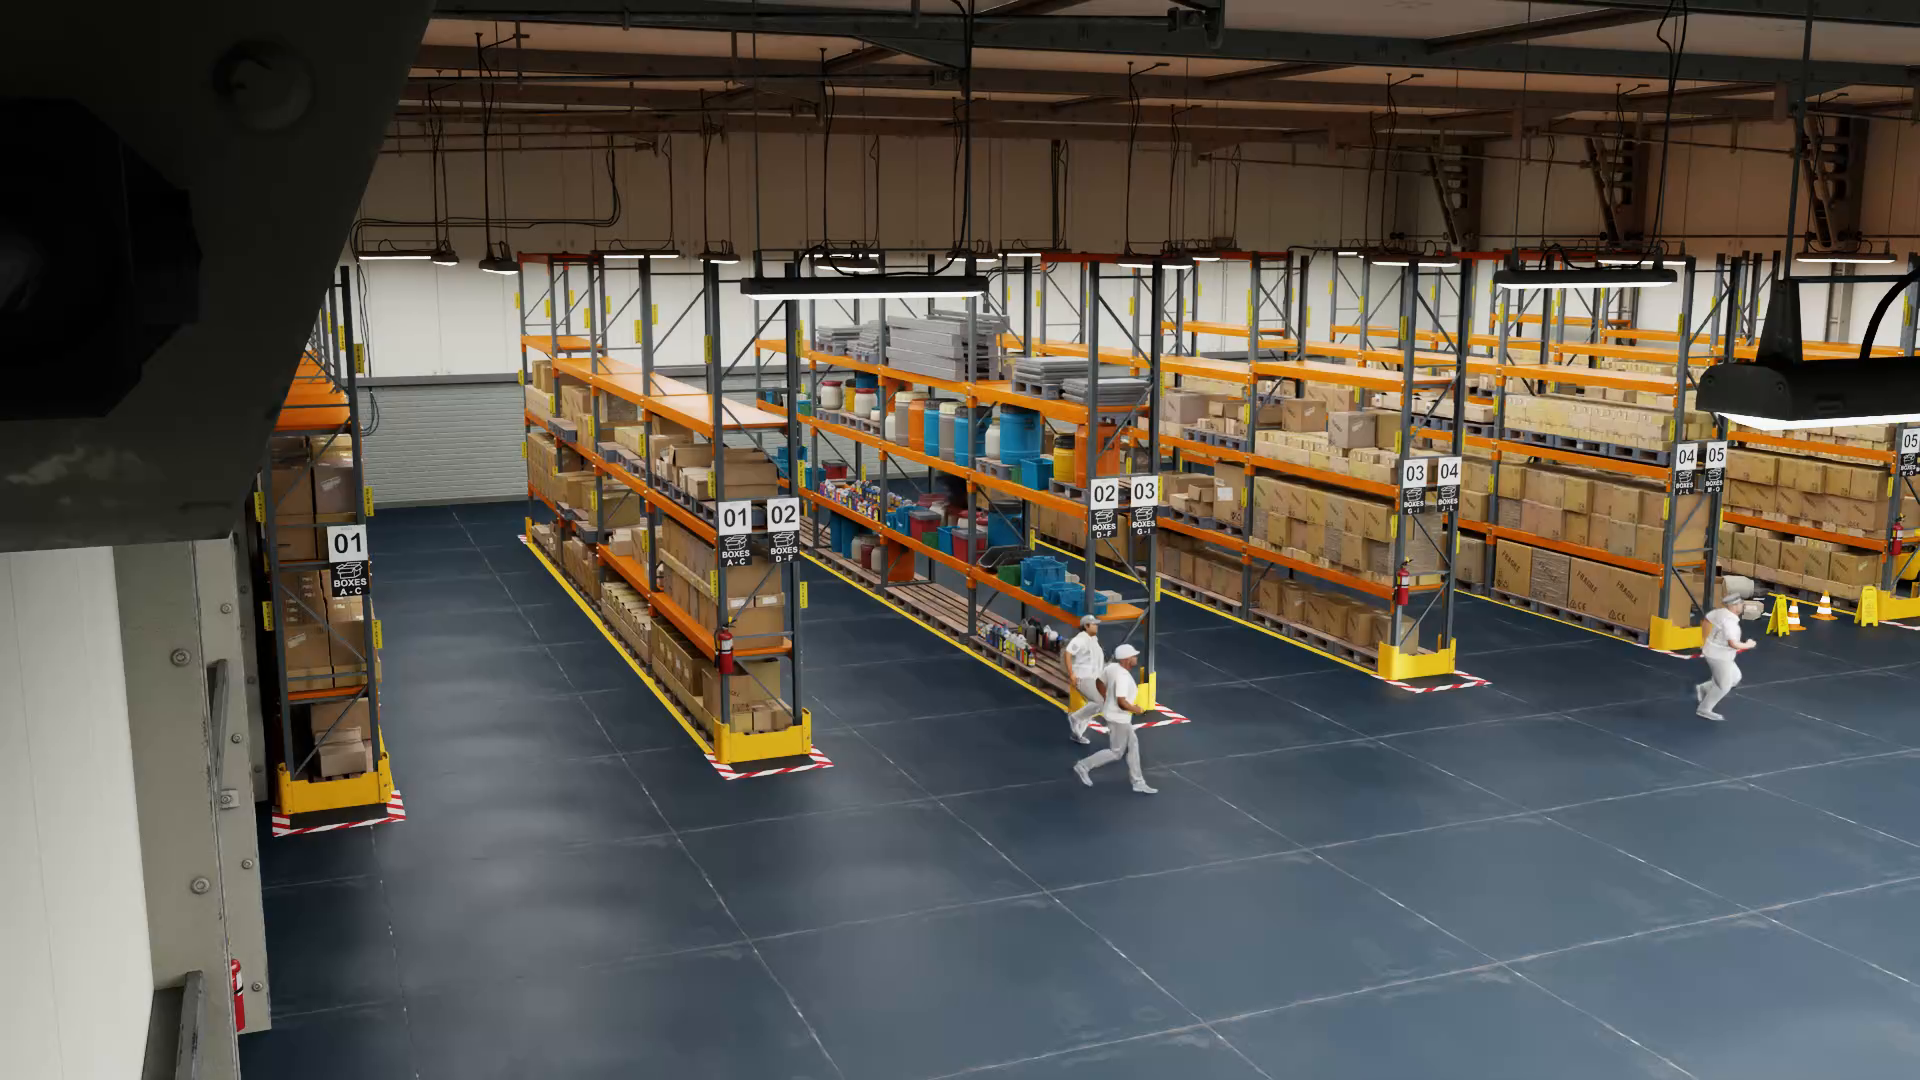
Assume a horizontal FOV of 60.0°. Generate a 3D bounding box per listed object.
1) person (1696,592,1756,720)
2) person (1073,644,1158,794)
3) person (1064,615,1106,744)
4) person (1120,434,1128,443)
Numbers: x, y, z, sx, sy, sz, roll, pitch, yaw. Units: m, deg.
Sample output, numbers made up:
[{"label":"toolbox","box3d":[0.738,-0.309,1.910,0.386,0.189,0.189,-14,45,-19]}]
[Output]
[{"label":"person","box3d":[10.122,1.524,21.938,0.657,1.734,0.707,2,11,10]},{"label":"person","box3d":[1.785,2.052,18.976,0.993,1.756,0.725,-1,10,-5]},{"label":"person","box3d":[1.662,1.750,21.045,0.539,1.596,0.637,5,12,26]},{"label":"person","box3d":[3.773,-1.846,40.217,0.687,1.780,0.874,6,12,29]}]
